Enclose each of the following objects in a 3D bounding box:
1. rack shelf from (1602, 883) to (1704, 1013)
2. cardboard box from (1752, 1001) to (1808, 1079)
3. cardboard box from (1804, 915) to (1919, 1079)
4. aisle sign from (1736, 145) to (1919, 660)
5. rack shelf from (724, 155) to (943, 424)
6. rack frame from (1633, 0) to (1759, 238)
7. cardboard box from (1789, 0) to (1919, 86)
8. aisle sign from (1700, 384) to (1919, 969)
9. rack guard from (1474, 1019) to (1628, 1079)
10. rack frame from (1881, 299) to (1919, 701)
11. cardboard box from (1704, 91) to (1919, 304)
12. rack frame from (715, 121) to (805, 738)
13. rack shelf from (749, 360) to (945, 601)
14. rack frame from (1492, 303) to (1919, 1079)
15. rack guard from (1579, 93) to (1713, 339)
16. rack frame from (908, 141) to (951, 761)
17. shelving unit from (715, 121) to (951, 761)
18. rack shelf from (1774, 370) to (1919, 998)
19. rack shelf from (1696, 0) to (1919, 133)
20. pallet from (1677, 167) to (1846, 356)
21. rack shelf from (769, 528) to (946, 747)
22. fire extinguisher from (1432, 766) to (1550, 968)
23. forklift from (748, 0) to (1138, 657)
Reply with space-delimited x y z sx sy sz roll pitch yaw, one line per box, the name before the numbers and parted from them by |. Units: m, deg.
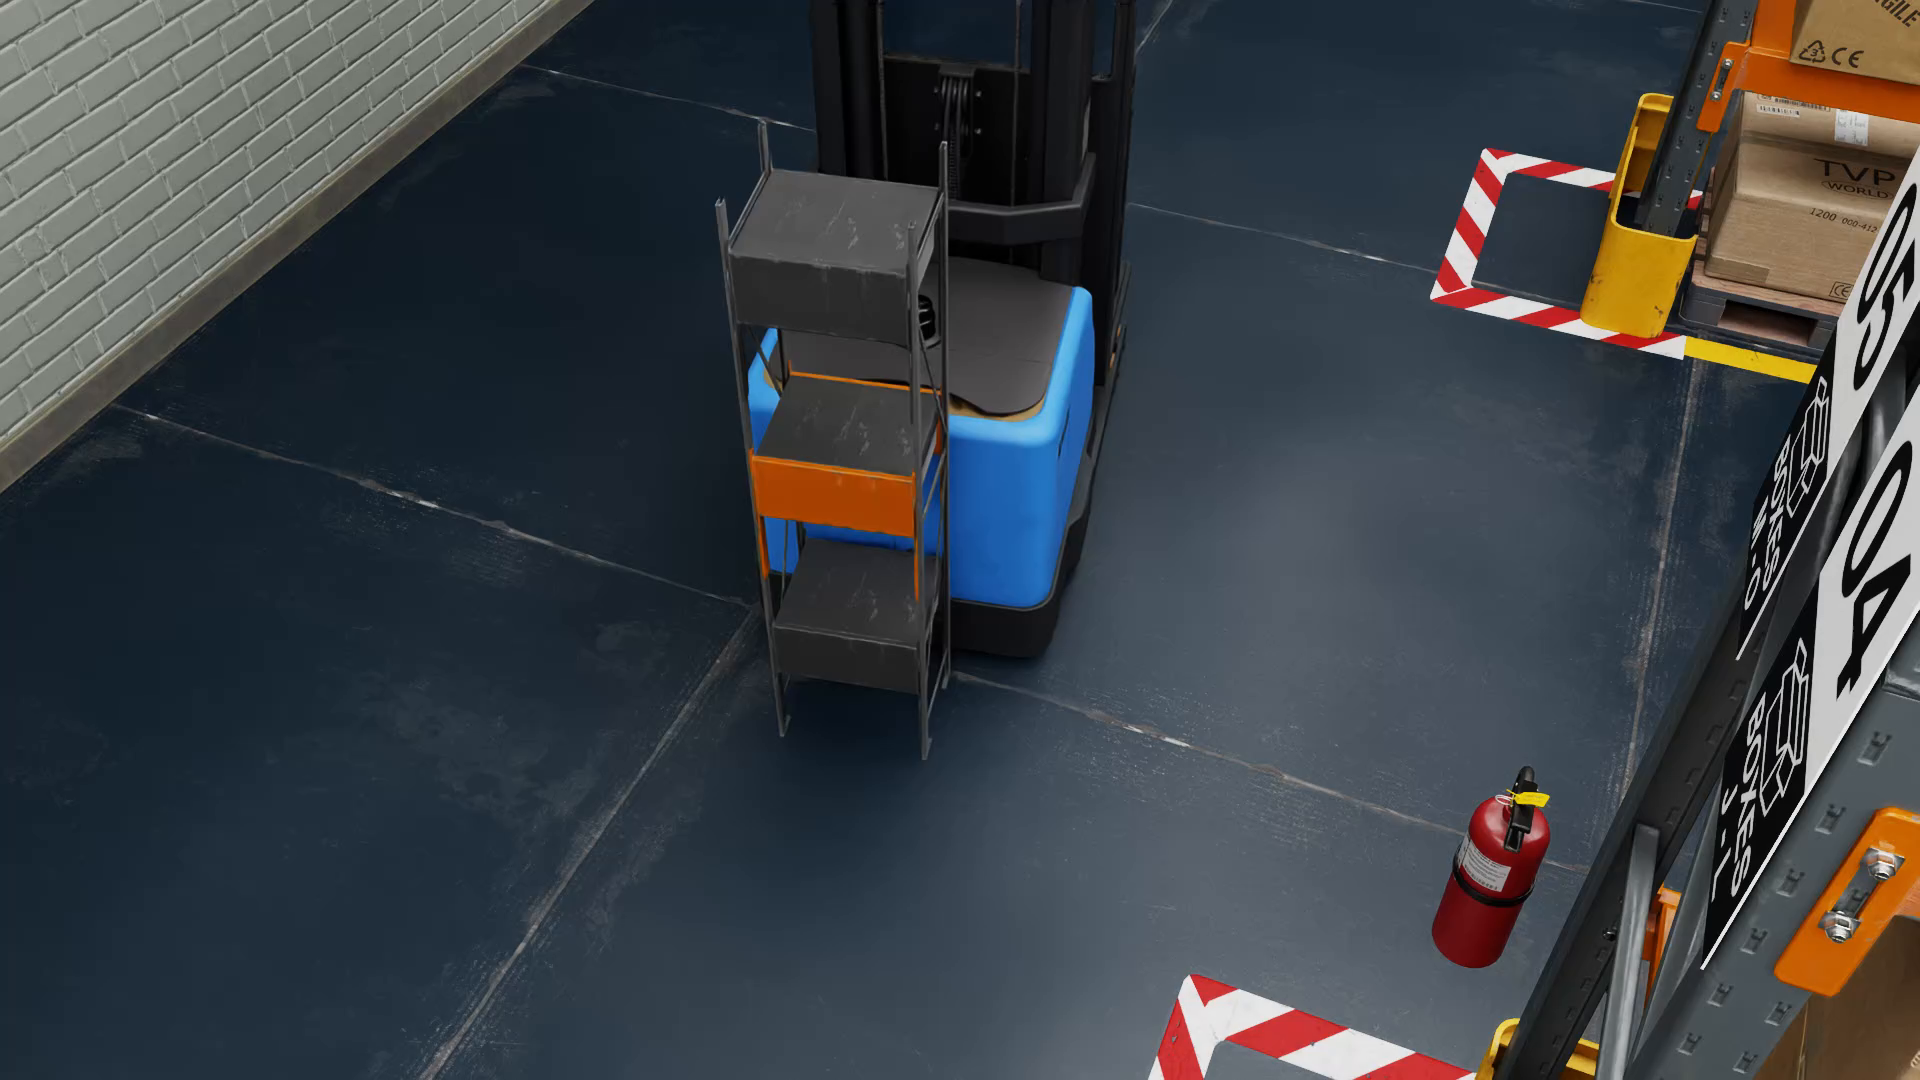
rack shelf | 3.110 1.719 2.906 4.000 0.370 1.077 16 47 16
cardboard box | 1.572 1.081 2.755 0.500 0.500 0.500 19 48 18
cardboard box | 1.577 0.720 2.409 0.500 0.500 0.500 16 47 16
aisle sign | 1.313 -0.216 2.498 0.004 0.787 0.394 16 47 16
rack shelf | -0.318 -0.672 4.463 0.480 0.518 0.431 8 45 8
rack frame | 3.077 -2.329 6.464 0.127 3.000 1.000 16 47 16
cardboard box | 3.409 -2.047 6.110 0.500 0.500 0.500 16 47 16
aisle sign | 1.082 0.174 2.105 0.004 0.787 0.394 16 47 16
rack guard | 1.335 1.827 4.059 0.348 0.500 1.175 16 47 16
rack frame | 1.264 -1.206 1.082 0.127 3.000 1.000 16 47 16
cardboard box | 3.725 -1.456 7.105 0.875 0.438 0.875 15 47 15
rack frame | -0.558 -0.220 4.982 0.015 2.100 0.400 8 45 8
rack shelf | -0.318 -0.176 4.957 0.480 0.518 0.431 8 45 8
rack frame | 1.264 0.920 3.198 0.127 3.000 1.000 16 47 16
rack guard | 3.055 -1.450 7.353 0.348 0.500 1.175 16 47 16
rack frame | -0.079 -0.151 4.913 0.015 2.100 0.400 8 45 8
shelving unit | -0.318 -0.185 4.948 0.503 2.100 0.431 8 45 8
rack shelf | 3.110 0.655 1.848 4.000 0.370 1.077 16 47 16
rack shelf | 4.923 -1.531 6.172 4.000 0.370 1.077 16 47 16
pallet | 3.845 -1.175 7.281 1.213 0.211 1.003 16 47 16
rack shelf | -0.318 0.321 5.451 0.480 0.518 0.431 8 45 8
fire extinguisher | 1.210 0.711 3.728 0.183 0.674 0.296 16 47 16
forklift | 0.088 -1.689 5.870 1.130 2.935 3.031 8 45 8
